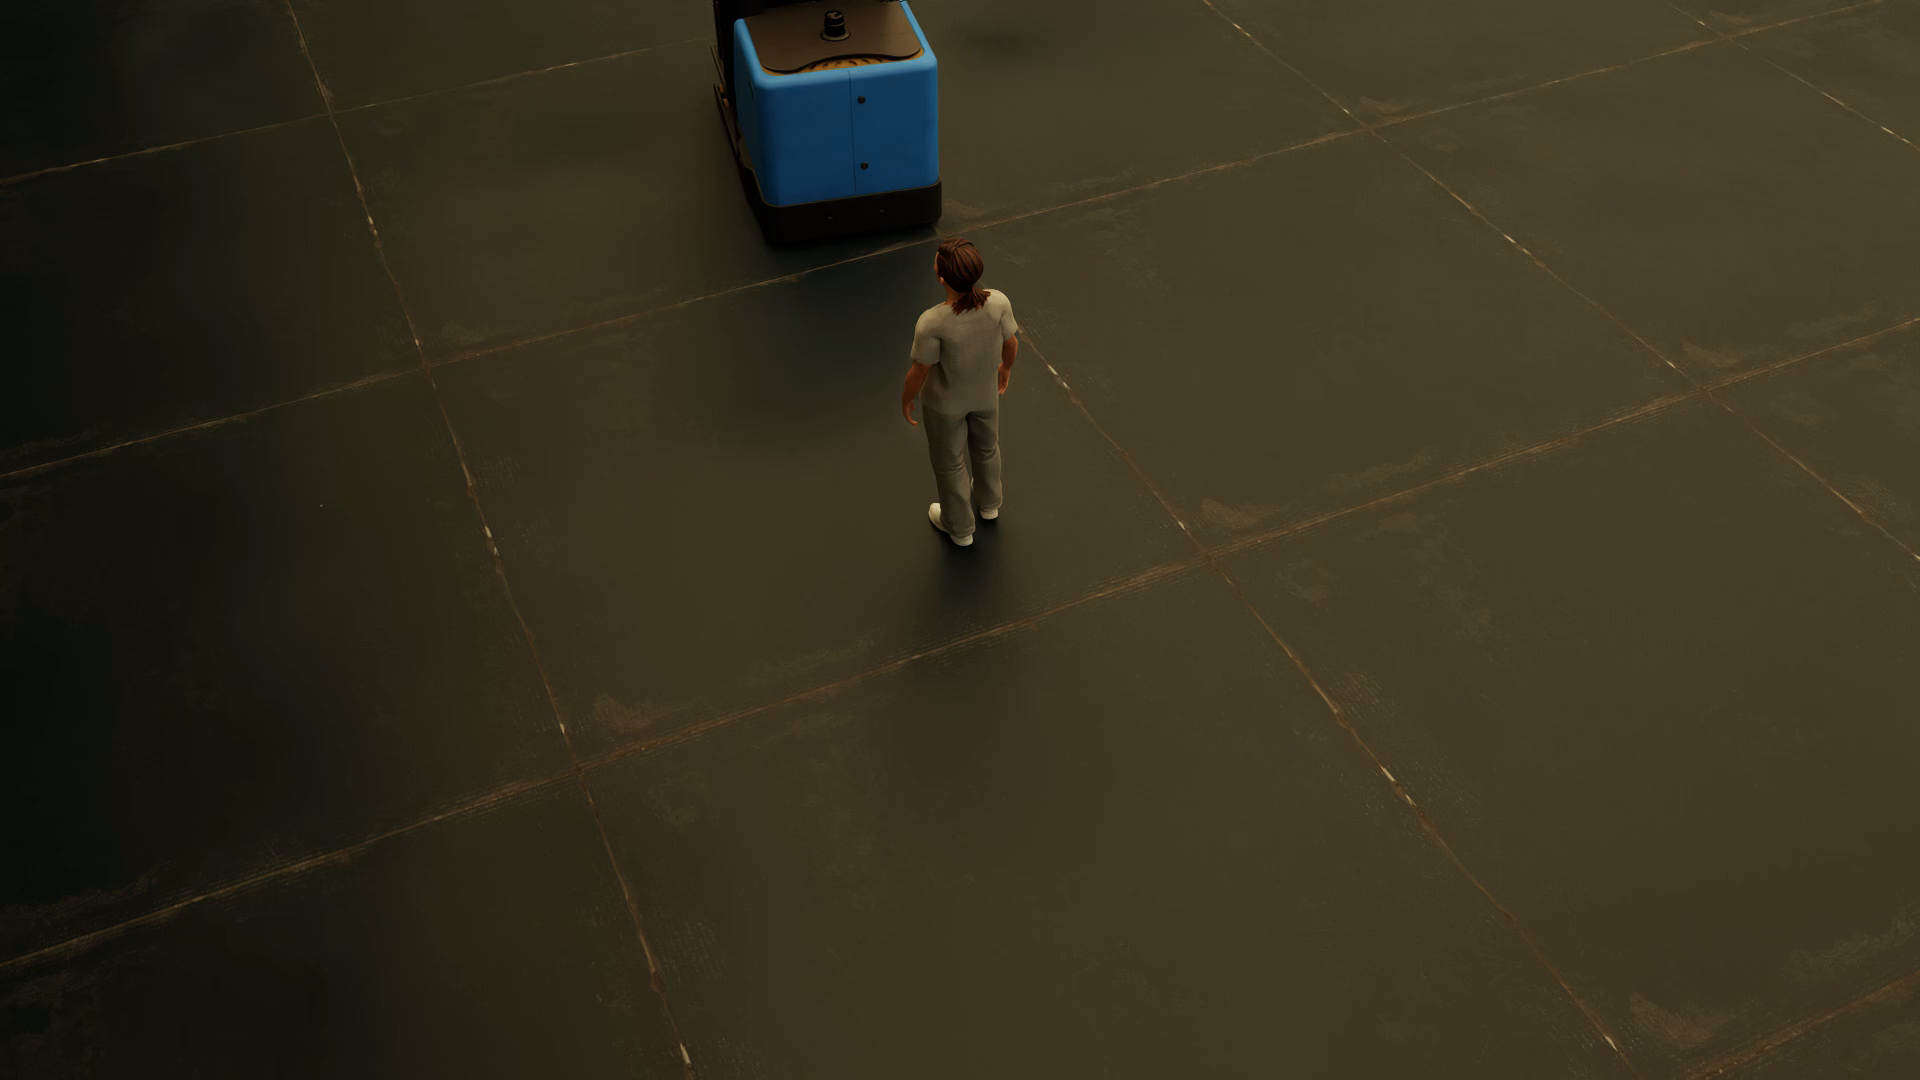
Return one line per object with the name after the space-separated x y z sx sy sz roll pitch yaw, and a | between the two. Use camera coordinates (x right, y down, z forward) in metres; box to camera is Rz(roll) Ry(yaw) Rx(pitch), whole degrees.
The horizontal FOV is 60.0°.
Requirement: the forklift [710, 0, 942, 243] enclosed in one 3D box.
-0.972 -3.797 9.748 1.130 2.935 3.031 -10 44 -11 | forklift

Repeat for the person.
-0.018 -0.667 7.305 0.549 1.675 0.549 -18 46 -18 | person
